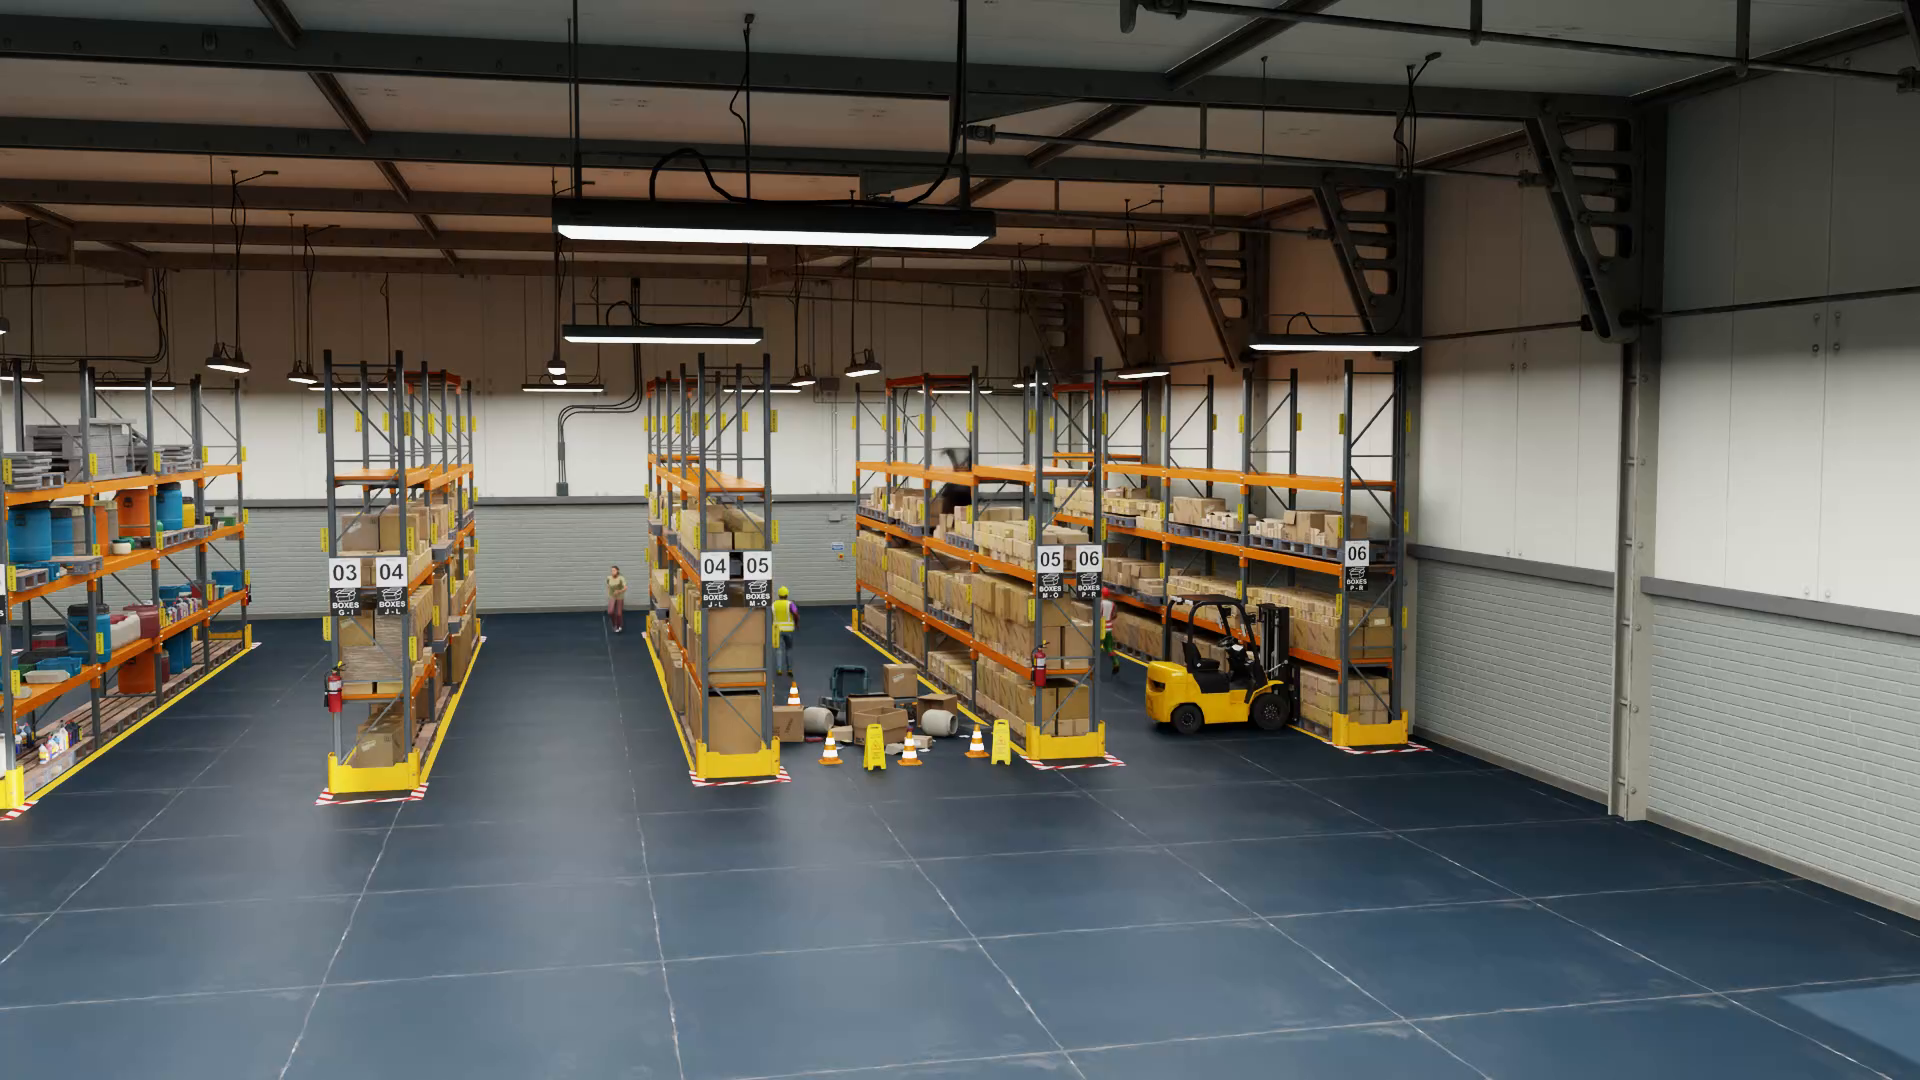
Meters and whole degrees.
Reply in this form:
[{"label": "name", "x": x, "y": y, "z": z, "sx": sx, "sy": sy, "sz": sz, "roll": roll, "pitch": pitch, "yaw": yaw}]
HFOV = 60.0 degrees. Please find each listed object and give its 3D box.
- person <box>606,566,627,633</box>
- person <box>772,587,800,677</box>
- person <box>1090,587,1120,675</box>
[{"label": "person", "x": -8.234, "y": 1.425, "z": 39.810, "sx": 0.579, "sy": 1.635, "sz": 0.727, "roll": 1, "pitch": 4, "yaw": 8}, {"label": "person", "x": -3.482, "y": 1.821, "z": 32.629, "sx": 0.672, "sy": 1.809, "sz": 0.841, "roll": 0, "pitch": 4, "yaw": -2}, {"label": "person", "x": 2.830, "y": 1.804, "z": 32.833, "sx": 0.656, "sy": 1.764, "sz": 1.000, "roll": -2, "pitch": 4, "yaw": -24}]
